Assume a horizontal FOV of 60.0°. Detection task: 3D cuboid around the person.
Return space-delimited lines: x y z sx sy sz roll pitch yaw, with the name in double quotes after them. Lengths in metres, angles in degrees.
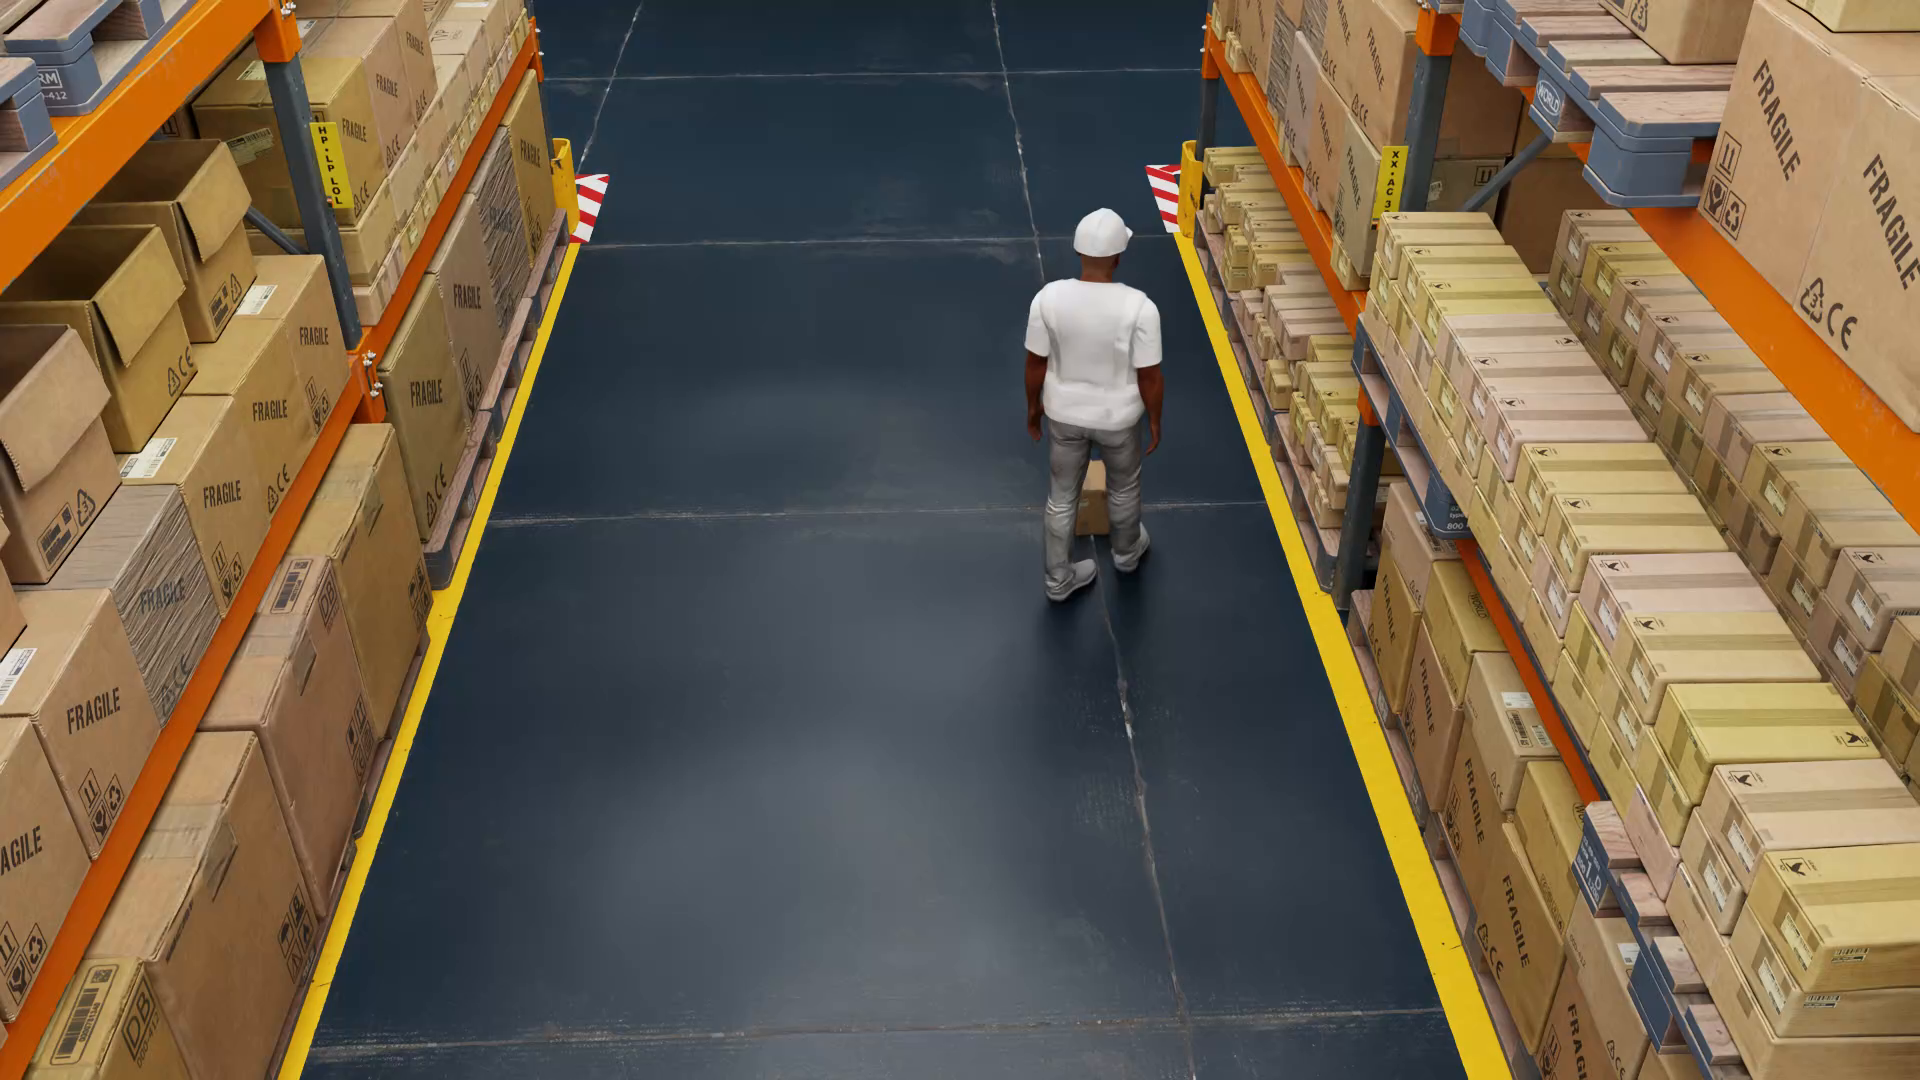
0.582 -0.594 6.966 0.577 1.761 0.625 10 36 14 "person"
